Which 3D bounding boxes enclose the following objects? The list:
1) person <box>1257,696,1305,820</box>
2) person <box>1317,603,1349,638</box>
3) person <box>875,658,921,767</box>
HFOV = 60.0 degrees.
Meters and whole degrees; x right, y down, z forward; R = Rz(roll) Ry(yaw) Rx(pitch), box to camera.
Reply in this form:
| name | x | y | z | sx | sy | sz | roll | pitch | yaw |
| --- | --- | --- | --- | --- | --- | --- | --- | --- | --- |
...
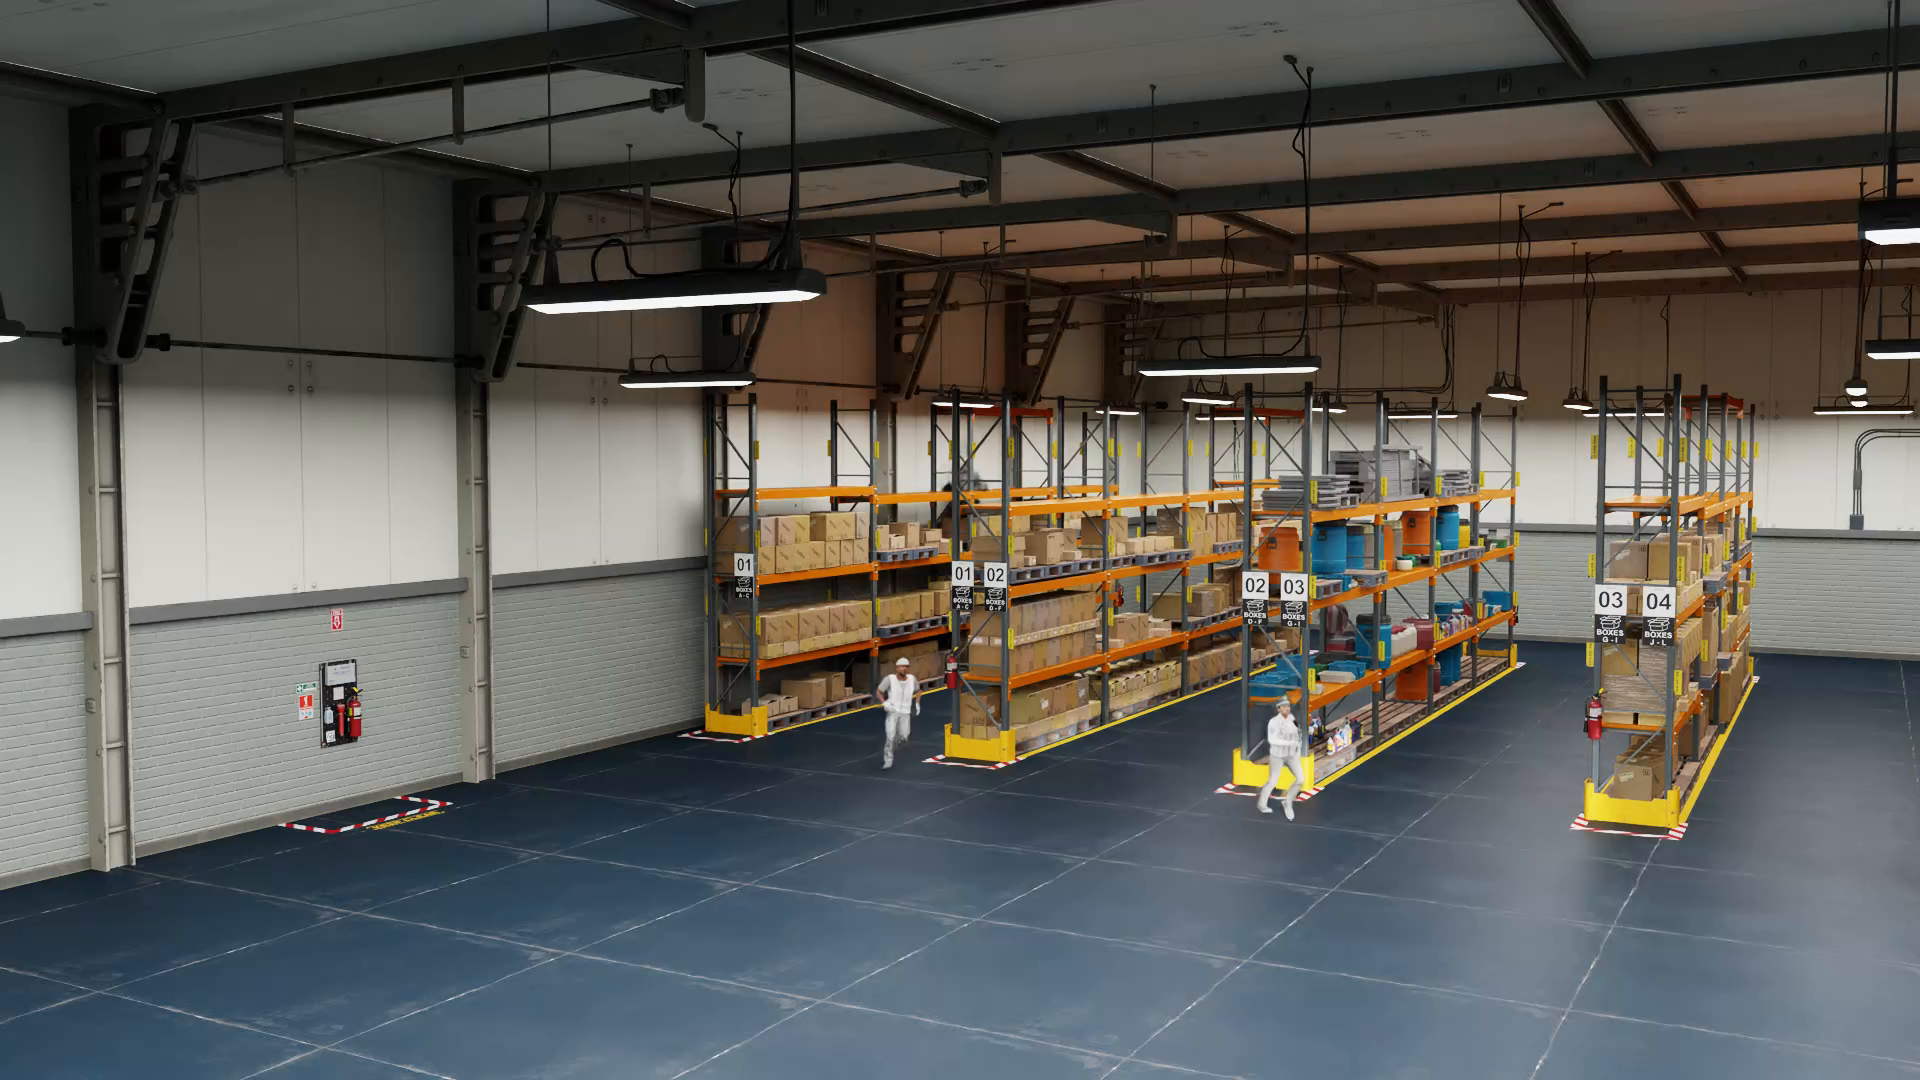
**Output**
| name | x | y | z | sx | sy | sz | roll | pitch | yaw |
| --- | --- | --- | --- | --- | --- | --- | --- | --- | --- |
| person | 4.392 | 2.924 | 22.540 | 0.619 | 1.669 | 0.836 | -1 | 3 | -25 |
| person | 8.460 | 2.101 | 37.687 | 0.705 | 1.766 | 0.723 | 1 | 3 | 10 |
| person | -0.962 | 2.722 | 26.373 | 0.780 | 1.717 | 0.548 | -1 | 3 | -18 |
